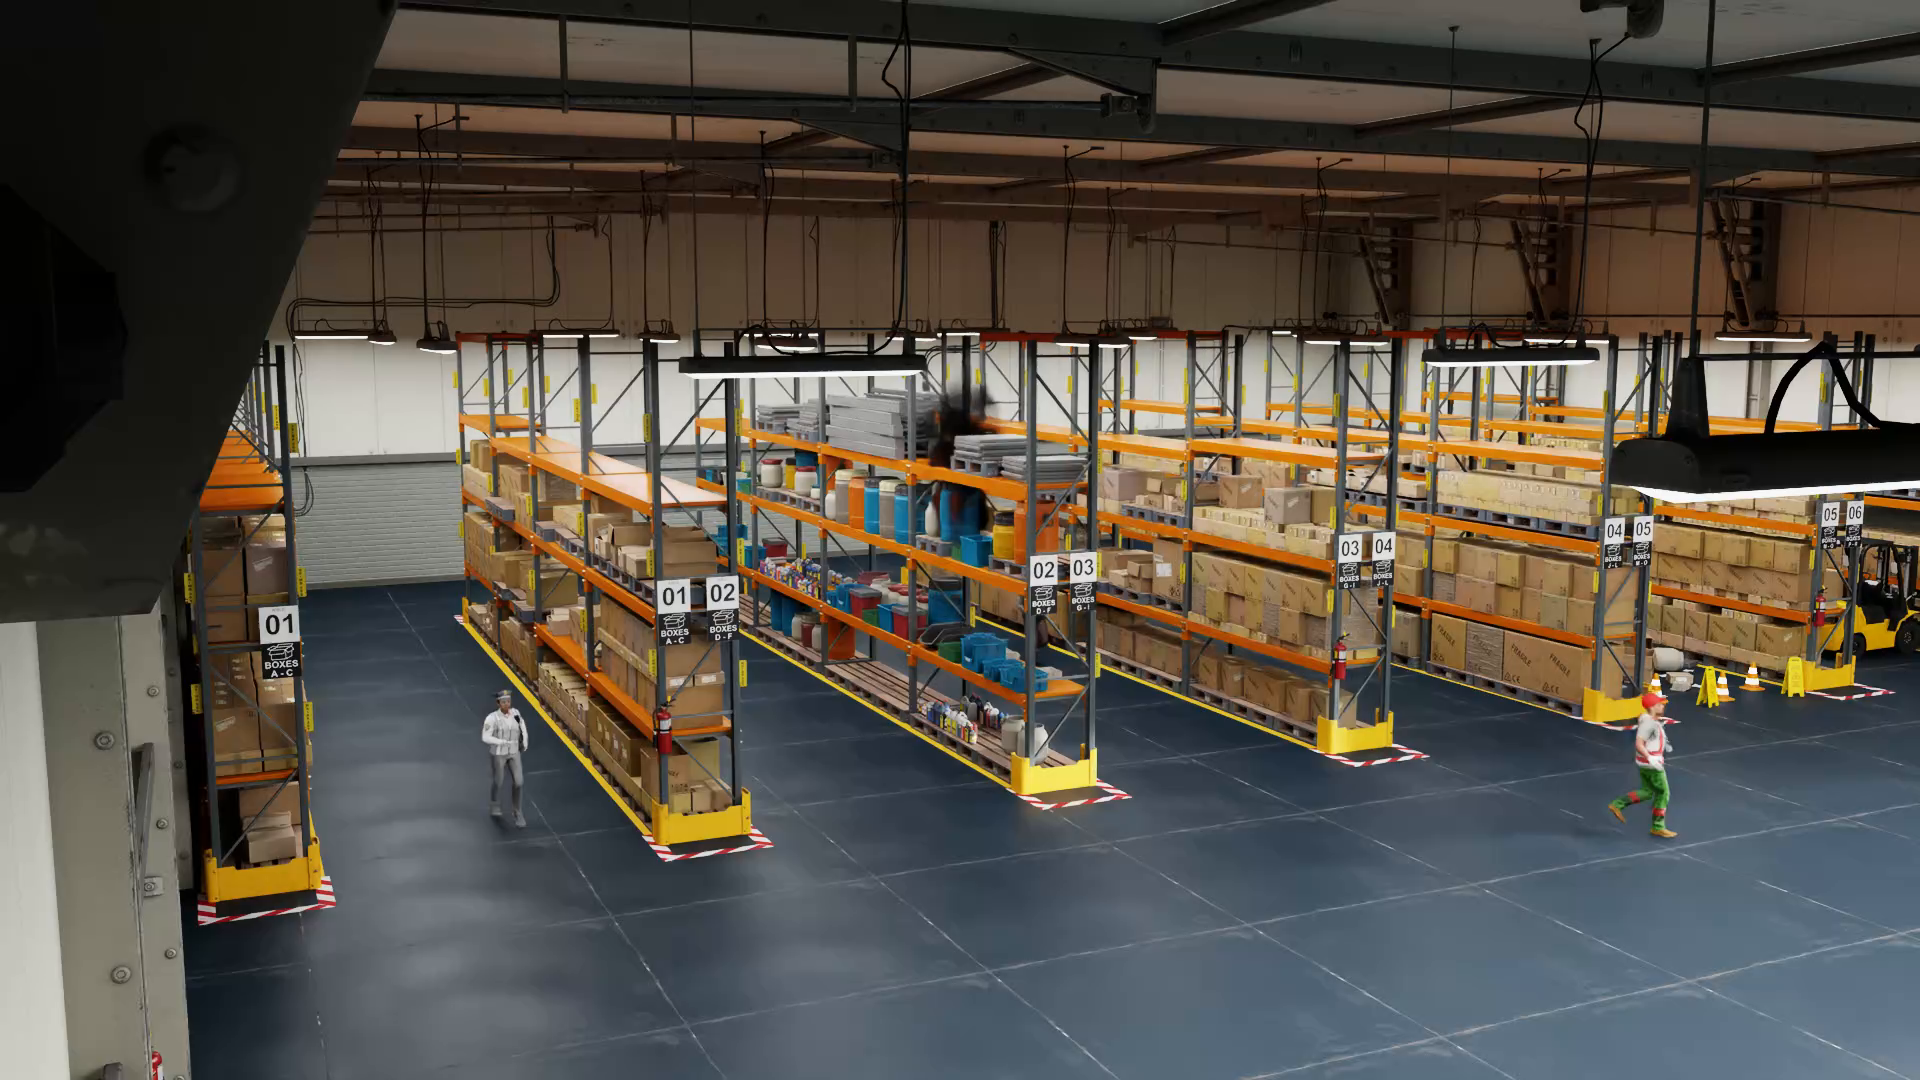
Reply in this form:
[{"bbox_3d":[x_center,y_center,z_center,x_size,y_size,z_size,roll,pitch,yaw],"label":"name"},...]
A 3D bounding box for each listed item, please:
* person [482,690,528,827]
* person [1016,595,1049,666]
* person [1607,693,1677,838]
[{"bbox_3d":[-5.675,2.717,20.791,0.631,1.770,0.739,-5,9,-35],"label":"person"},{"bbox_3d":[1.346,1.447,30.128,0.656,1.673,0.606,-3,8,-24],"label":"person"},{"bbox_3d":[8.369,2.733,20.319,0.816,1.779,0.646,2,8,14],"label":"person"}]
